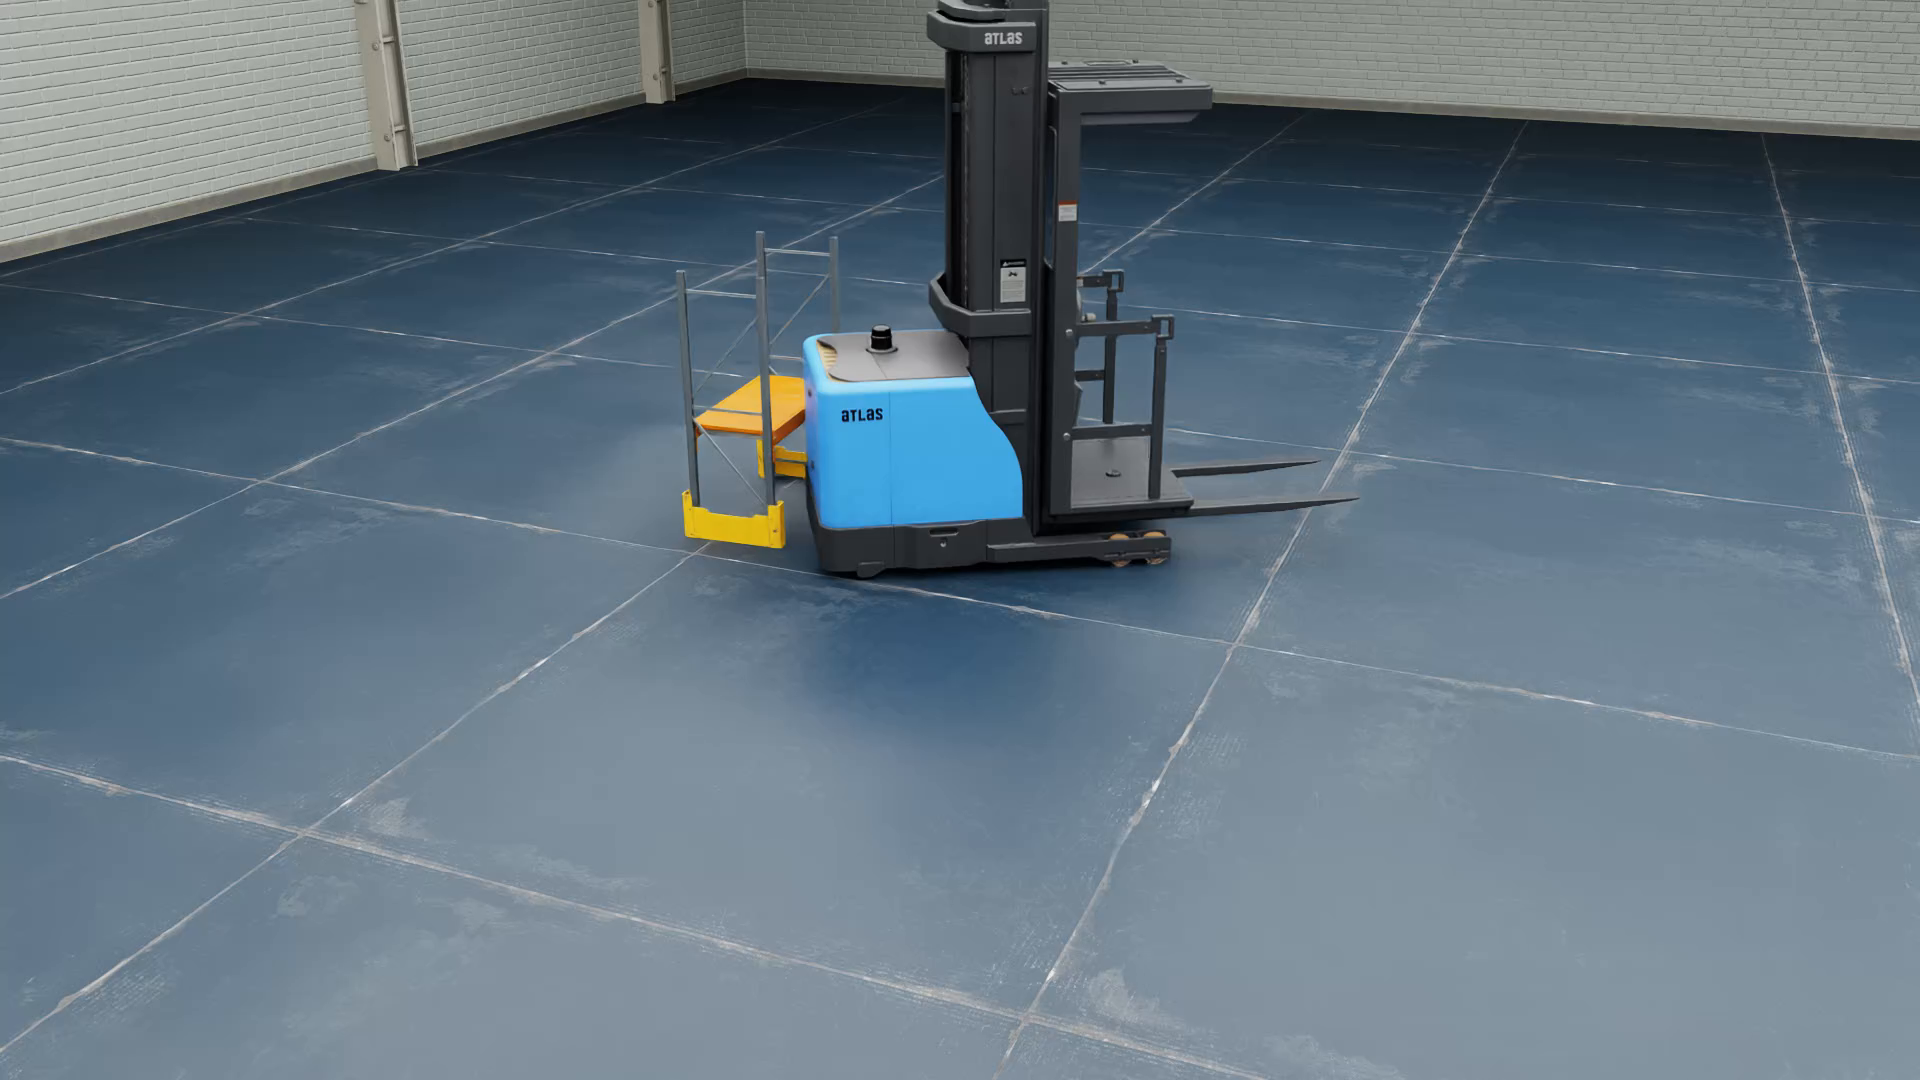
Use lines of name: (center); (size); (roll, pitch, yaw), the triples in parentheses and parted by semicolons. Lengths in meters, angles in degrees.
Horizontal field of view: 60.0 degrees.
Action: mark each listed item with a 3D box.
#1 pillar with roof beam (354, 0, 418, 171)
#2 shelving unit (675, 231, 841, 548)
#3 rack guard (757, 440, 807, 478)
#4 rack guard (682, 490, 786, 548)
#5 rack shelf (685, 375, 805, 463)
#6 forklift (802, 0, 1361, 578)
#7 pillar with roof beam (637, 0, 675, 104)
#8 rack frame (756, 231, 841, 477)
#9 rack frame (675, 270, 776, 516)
pillar with roof beam: (-2.762, -8.015, 16.763); (9.100, 9.000, 0.400); (9, 24, 20)
shelving unit: (-1.099, -0.876, 9.400); (0.587, 1.500, 1.083); (7, 24, 16)
rack guard: (-0.946, -0.482, 10.079); (0.587, 0.250, 0.087); (7, 24, 16)
rack guard: (-1.252, -0.116, 9.204); (0.587, 0.250, 0.087); (7, 24, 16)
rack shelf: (-1.096, -0.713, 9.478); (0.538, 0.185, 1.000); (7, 24, 16)
forklift: (0.686, -1.412, 8.827); (3.031, 2.935, 1.130); (-4, 23, -9)
pillar with roof beam: (-0.534, -10.162, 21.904); (9.100, 9.000, 0.400); (9, 24, 20)
rack frame: (-0.940, -1.065, 9.855); (0.500, 1.500, 0.032); (7, 24, 16)
rack frame: (-1.252, -0.692, 8.962); (0.500, 1.500, 0.032); (7, 24, 16)
